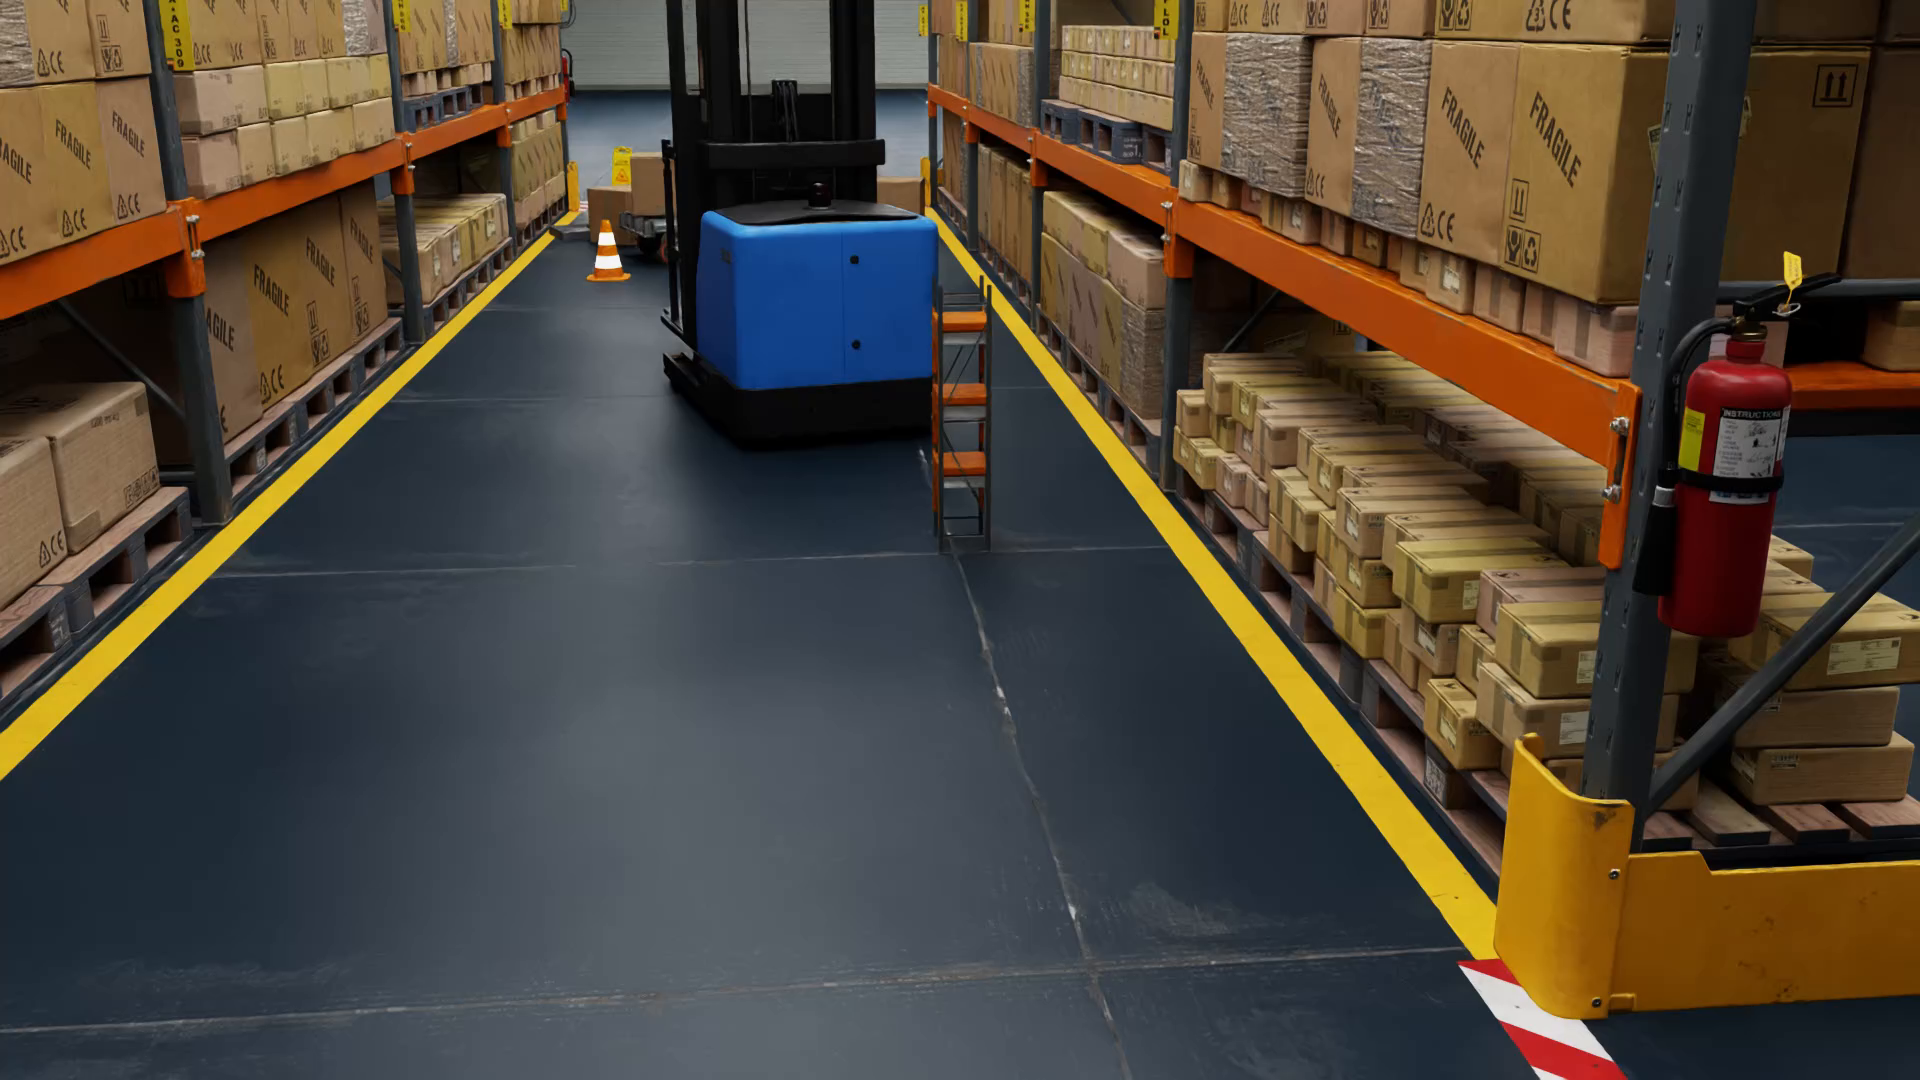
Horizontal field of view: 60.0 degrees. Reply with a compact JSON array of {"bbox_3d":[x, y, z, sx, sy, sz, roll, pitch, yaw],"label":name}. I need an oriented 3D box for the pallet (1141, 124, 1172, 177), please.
[{"bbox_3d":[1.456,-1.804,7.736,1.003,0.211,1.213,-2,18,-6],"label":"pallet"}]

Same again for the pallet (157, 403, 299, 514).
[{"bbox_3d":[-3.677,-0.378,7.527,1.003,0.211,1.213,-2,18,-6],"label":"pallet"}]

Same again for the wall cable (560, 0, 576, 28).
[{"bbox_3d":[-12.605,-15.903,47.494,3.097,2.526,0.112,-2,18,-6],"label":"wall cable"}]

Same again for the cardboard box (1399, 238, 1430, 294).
[{"bbox_3d":[1.412,-0.744,4.460,0.380,0.149,0.250,-3,18,-8],"label":"cardboard box"}]

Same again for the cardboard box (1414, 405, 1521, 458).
[{"bbox_3d":[1.854,-0.383,5.955,0.380,0.149,0.250,-3,18,-8],"label":"cardboard box"}]

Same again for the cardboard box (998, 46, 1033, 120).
[{"bbox_3d":[0.563,-3.326,12.098,0.500,0.500,0.500,-2,18,-7],"label":"cardboard box"}]

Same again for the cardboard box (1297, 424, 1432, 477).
[{"bbox_3d":[1.369,-0.287,5.648,0.380,0.149,0.250,-3,18,-8],"label":"cardboard box"}]

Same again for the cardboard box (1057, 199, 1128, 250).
[{"bbox_3d":[0.861,-1.857,9.804,0.500,0.250,0.500,-2,18,-6],"label":"cardboard box"}]

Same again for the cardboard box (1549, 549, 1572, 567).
[{"bbox_3d":[1.879,0.073,4.999,0.380,0.149,0.250,-3,18,-8],"label":"cardboard box"}]

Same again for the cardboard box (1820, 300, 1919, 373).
[{"bbox_3d":[2.096,-0.458,3.549,0.380,0.149,0.250,-2,18,-6],"label":"cardboard box"}]

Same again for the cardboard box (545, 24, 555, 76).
[{"bbox_3d":[-4.383,-4.943,16.750,0.500,0.500,0.500,-2,18,-6],"label":"cardboard box"}]

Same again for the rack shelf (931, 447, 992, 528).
[{"bbox_3d":[0.006,-0.210,6.555,0.215,0.259,0.240,-2,18,-6],"label":"rack shelf"}]

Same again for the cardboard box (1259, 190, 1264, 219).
[{"bbox_3d":[1.297,-1.215,5.960,0.380,0.149,0.250,-3,18,-8],"label":"cardboard box"}]

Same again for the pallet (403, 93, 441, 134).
[{"bbox_3d":[-4.115,-2.790,10.875,1.213,0.211,1.003,-2,18,-6],"label":"pallet"}]

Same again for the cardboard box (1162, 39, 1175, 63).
[{"bbox_3d":[1.126,-2.221,7.470,0.380,0.149,0.250,-2,18,-7],"label":"cardboard box"}]

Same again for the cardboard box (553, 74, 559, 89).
[{"bbox_3d":[-4.372,-4.759,17.247,0.380,0.149,0.250,-2,18,-6],"label":"cardboard box"}]

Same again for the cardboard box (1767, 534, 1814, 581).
[{"bbox_3d":[2.040,0.080,4.479,0.380,0.149,0.250,-2,18,-6],"label":"cardboard box"}]

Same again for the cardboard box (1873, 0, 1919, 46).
[{"bbox_3d":[2.021,-1.280,3.415,0.500,0.500,0.500,-2,18,-6],"label":"cardboard box"}]

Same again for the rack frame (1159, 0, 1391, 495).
[{"bbox_3d":[1.391,-1.663,6.968,1.000,3.000,0.127,-2,18,-6],"label":"rack frame"}]

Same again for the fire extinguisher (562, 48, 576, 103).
[{"bbox_3d":[-4.314,-5.067,17.938,0.296,0.674,0.183,-2,18,-6],"label":"fire extinguisher"}]

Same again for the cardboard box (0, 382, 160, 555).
[{"bbox_3d":[-3.565,-0.268,6.099,0.875,0.438,0.875,-2,18,-6],"label":"cardboard box"}]

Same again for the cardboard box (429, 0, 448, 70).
[{"bbox_3d":[-3.874,-3.516,11.505,0.500,0.500,0.500,-1,17,-5],"label":"cardboard box"}]

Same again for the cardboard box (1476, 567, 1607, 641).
[{"bbox_3d":[1.528,0.178,4.168,0.380,0.149,0.250,-1,17,-5],"label":"cardboard box"}]

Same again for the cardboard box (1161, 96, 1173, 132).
[{"bbox_3d":[1.125,-1.934,7.546,0.380,0.149,0.250,-2,18,-5],"label":"cardboard box"}]

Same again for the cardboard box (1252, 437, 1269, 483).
[{"bbox_3d":[1.311,-0.303,6.196,0.380,0.149,0.250,-3,18,-8],"label":"cardboard box"}]

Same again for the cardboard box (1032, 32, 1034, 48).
[{"bbox_3d":[0.888,-3.665,11.506,0.700,0.500,0.500,-2,18,-6],"label":"cardboard box"}]

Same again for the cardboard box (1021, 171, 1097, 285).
[{"bbox_3d":[1.005,-2.166,11.625,1.050,0.750,0.750,-2,18,-6],"label":"cardboard box"}]

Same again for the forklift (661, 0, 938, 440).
[{"bbox_3d":[-1.067,-2.285,9.061,1.130,2.935,3.031,-6,18,-19],"label":"forklift"}]

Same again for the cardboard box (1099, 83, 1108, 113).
[{"bbox_3d":[0.962,-2.401,9.036,0.380,0.149,0.250,-2,17,-5],"label":"cardboard box"}]

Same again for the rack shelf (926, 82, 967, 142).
[{"bbox_3d":[0.359,-4.300,16.566,1.077,0.370,4.000,-2,18,-6],"label":"rack shelf"}]

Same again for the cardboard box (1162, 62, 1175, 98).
[{"bbox_3d":[1.125,-2.077,7.506,0.380,0.149,0.250,-2,18,-5],"label":"cardboard box"}]

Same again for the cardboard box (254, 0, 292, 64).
[{"bbox_3d":[-3.411,-2.445,7.622,0.500,0.500,0.500,-2,18,-7],"label":"cardboard box"}]

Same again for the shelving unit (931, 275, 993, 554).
[{"bbox_3d":[0.006,-0.485,6.469,0.215,1.050,0.252,-2,18,-6],"label":"shelving unit"}]

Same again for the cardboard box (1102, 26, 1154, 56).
[{"bbox_3d":[0.970,-2.684,8.945,0.380,0.149,0.250,-1,17,-4],"label":"cardboard box"}]

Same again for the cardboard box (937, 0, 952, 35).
[{"bbox_3d":[0.224,-5.382,16.758,0.875,0.550,0.550,-2,18,-6],"label":"cardboard box"}]

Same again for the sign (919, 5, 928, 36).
[{"bbox_3d":[-0.400,-5.674,18.165,0.100,0.325,0.005,-2,18,-6],"label":"sign"}]

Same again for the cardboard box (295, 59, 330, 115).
[{"bbox_3d":[-3.449,-2.243,8.231,0.500,0.250,0.500,-2,18,-7],"label":"cardboard box"}]

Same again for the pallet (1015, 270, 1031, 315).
[{"bbox_3d":[0.972,-1.762,11.937,1.003,0.211,1.213,-2,18,-6],"label":"pallet"}]

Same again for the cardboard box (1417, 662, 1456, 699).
[{"bbox_3d":[1.473,0.383,4.508,0.380,0.149,0.250,-2,18,-6],"label":"cardboard box"}]

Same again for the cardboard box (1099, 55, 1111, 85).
[{"bbox_3d":[0.962,-2.544,8.994,0.380,0.149,0.250,-2,18,-6],"label":"cardboard box"}]

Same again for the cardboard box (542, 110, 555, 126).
[{"bbox_3d":[-4.314,-4.273,16.836,0.380,0.149,0.250,-1,17,-4],"label":"cardboard box"}]

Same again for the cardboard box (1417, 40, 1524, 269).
[{"bbox_3d":[1.453,-0.941,4.003,0.500,0.500,0.500,-2,18,-7],"label":"cardboard box"}]

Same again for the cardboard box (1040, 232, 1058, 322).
[{"bbox_3d":[0.797,-1.644,10.379,0.500,0.500,0.500,-3,18,-8],"label":"cardboard box"}]

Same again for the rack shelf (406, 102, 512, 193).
[{"bbox_3d":[-4.141,-2.925,12.187,1.077,0.370,4.000,-2,18,-6],"label":"rack shelf"}]

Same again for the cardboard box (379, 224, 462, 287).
[{"bbox_3d":[-4.068,-2.007,11.748,0.950,0.372,0.625,-2,18,-7],"label":"cardboard box"}]

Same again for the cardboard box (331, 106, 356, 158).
[{"bbox_3d":[-3.521,-2.156,8.786,0.500,0.250,0.500,-2,18,-6],"label":"cardboard box"}]

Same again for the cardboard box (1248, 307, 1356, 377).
[{"bbox_3d":[1.578,-0.900,8.007,0.500,0.500,0.500,-1,17,-3],"label":"cardboard box"}]

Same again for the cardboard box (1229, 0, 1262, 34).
[{"bbox_3d":[1.263,-2.034,5.816,0.500,0.500,0.500,-2,18,-7],"label":"cardboard box"}]

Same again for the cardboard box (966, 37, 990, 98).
[{"bbox_3d":[0.516,-4.228,14.886,0.875,0.550,0.550,-2,18,-6],"label":"cardboard box"}]

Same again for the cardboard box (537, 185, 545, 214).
[{"bbox_3d":[-4.264,-3.253,15.921,0.500,0.250,0.500,-2,18,-6],"label":"cardboard box"}]

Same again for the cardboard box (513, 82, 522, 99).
[{"bbox_3d":[-4.187,-4.074,15.067,0.380,0.149,0.250,-1,17,-4],"label":"cardboard box"}]

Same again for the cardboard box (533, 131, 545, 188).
[{"bbox_3d":[-4.259,-3.608,15.799,0.500,0.500,0.500,-1,17,-3],"label":"cardboard box"}]

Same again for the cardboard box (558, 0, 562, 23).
[{"bbox_3d":[-4.490,-5.577,17.100,0.700,0.500,0.500,-2,18,-7],"label":"cardboard box"}]

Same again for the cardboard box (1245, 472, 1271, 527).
[{"bbox_3d":[1.289,-0.159,6.235,0.380,0.149,0.250,-2,18,-7],"label":"cardboard box"}]

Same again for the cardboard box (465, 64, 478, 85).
[{"bbox_3d":[-3.918,-3.569,12.756,0.380,0.149,0.250,-2,18,-5],"label":"cardboard box"}]

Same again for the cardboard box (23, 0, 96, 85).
[{"bbox_3d":[-3.155,-1.722,5.317,0.500,0.500,0.500,-2,18,-6],"label":"cardboard box"}]
